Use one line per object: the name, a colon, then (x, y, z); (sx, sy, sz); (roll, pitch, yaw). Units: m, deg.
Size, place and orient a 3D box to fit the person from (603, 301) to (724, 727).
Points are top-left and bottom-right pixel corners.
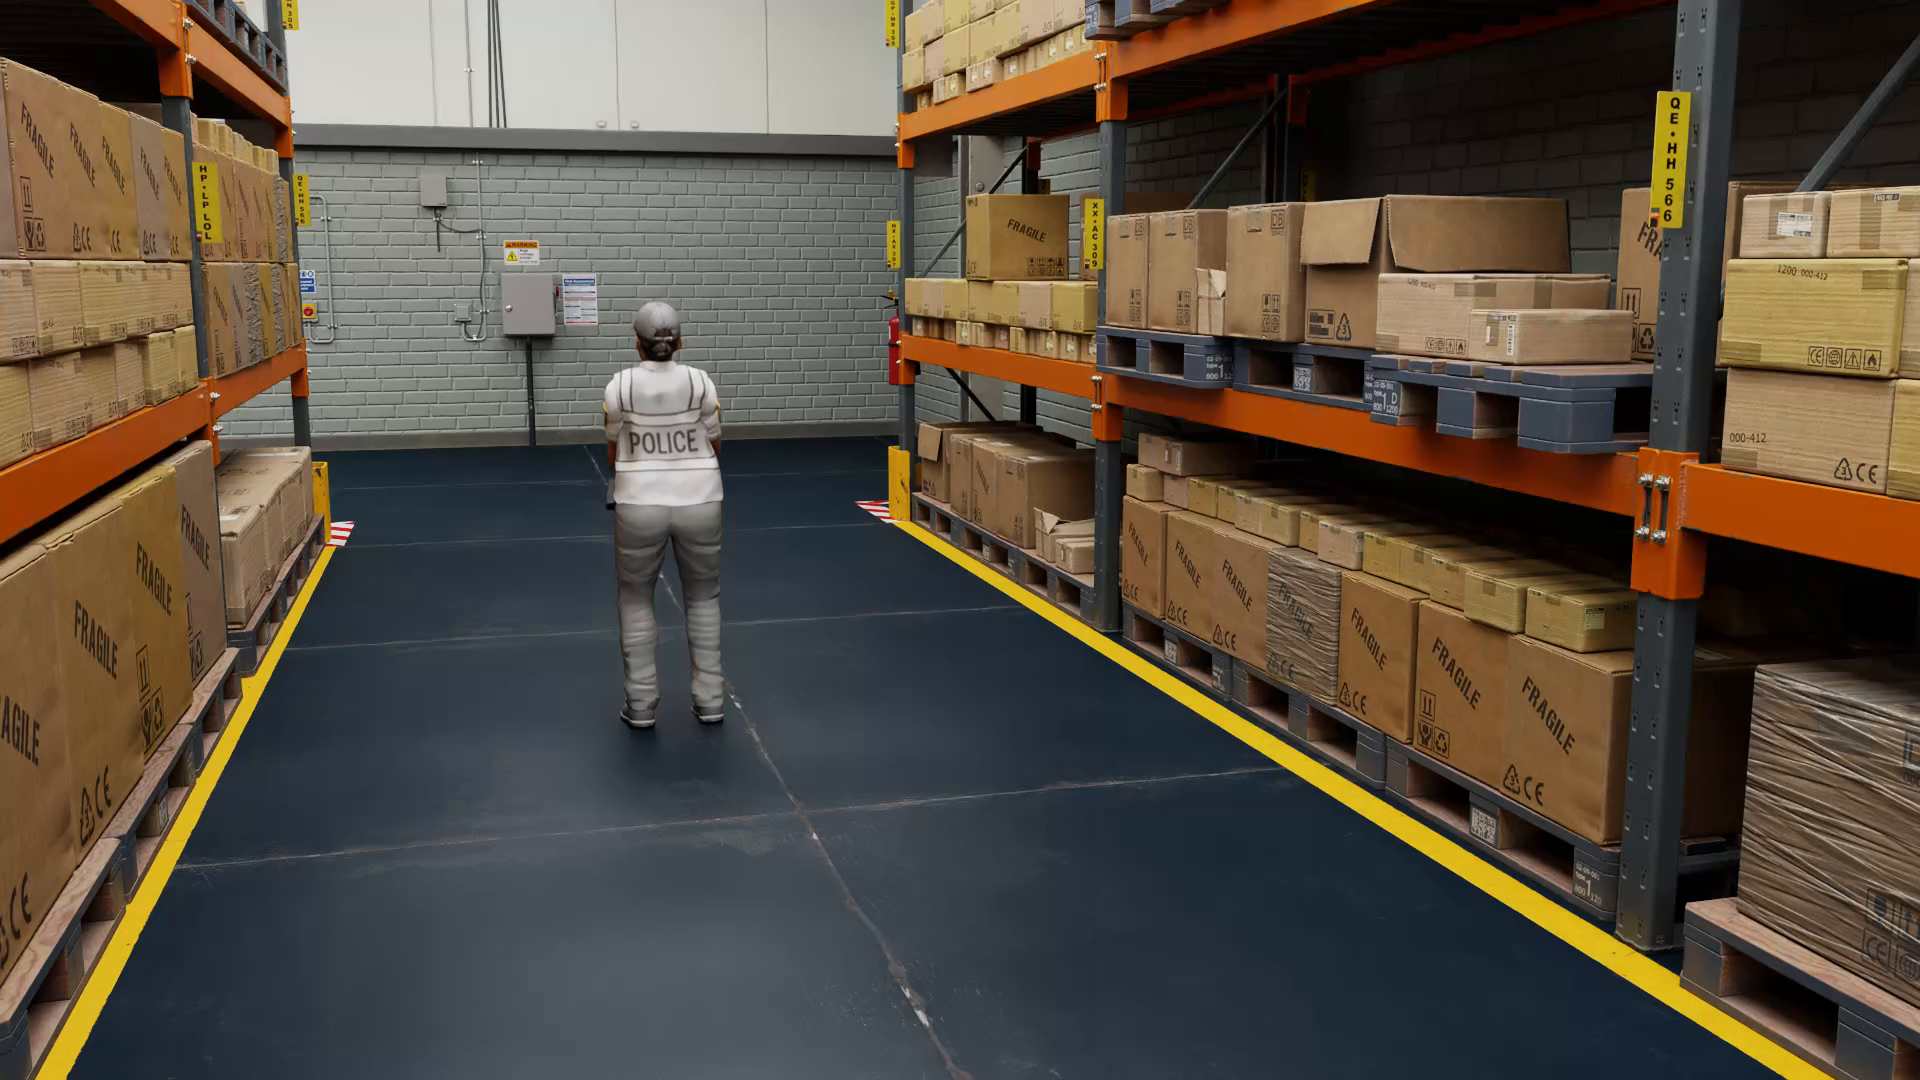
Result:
person: (-1.167, -0.107, 6.554); (0.454, 1.655, 0.535); (-2, 10, -15)
